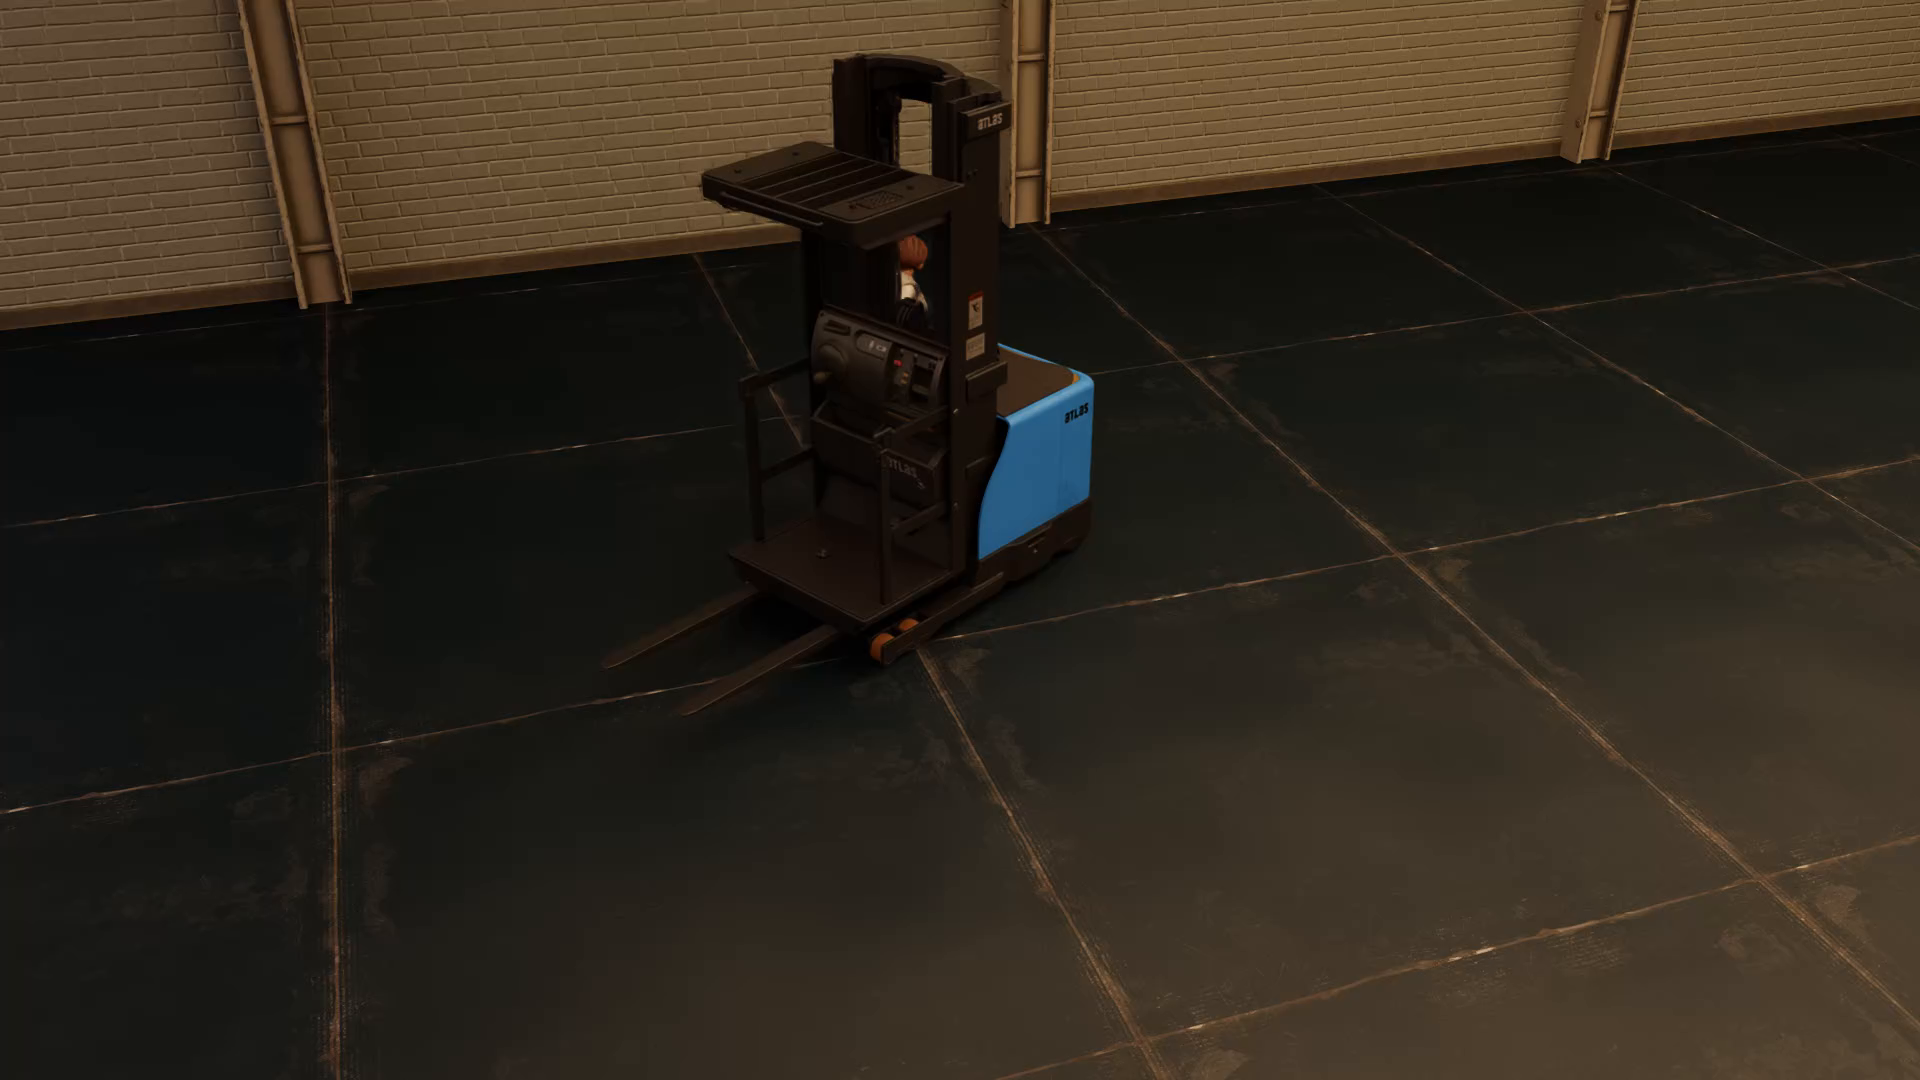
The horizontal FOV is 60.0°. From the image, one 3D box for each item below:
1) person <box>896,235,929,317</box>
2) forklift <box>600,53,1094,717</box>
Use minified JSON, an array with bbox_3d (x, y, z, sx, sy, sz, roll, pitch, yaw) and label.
[{"bbox_3d":[-0.386,-1.136,10.484,0.407,1.564,0.730,-5,30,-8],"label":"person"},{"bbox_3d":[-0.578,-0.892,8.637,1.130,2.935,3.031,24,38,36],"label":"forklift"}]
